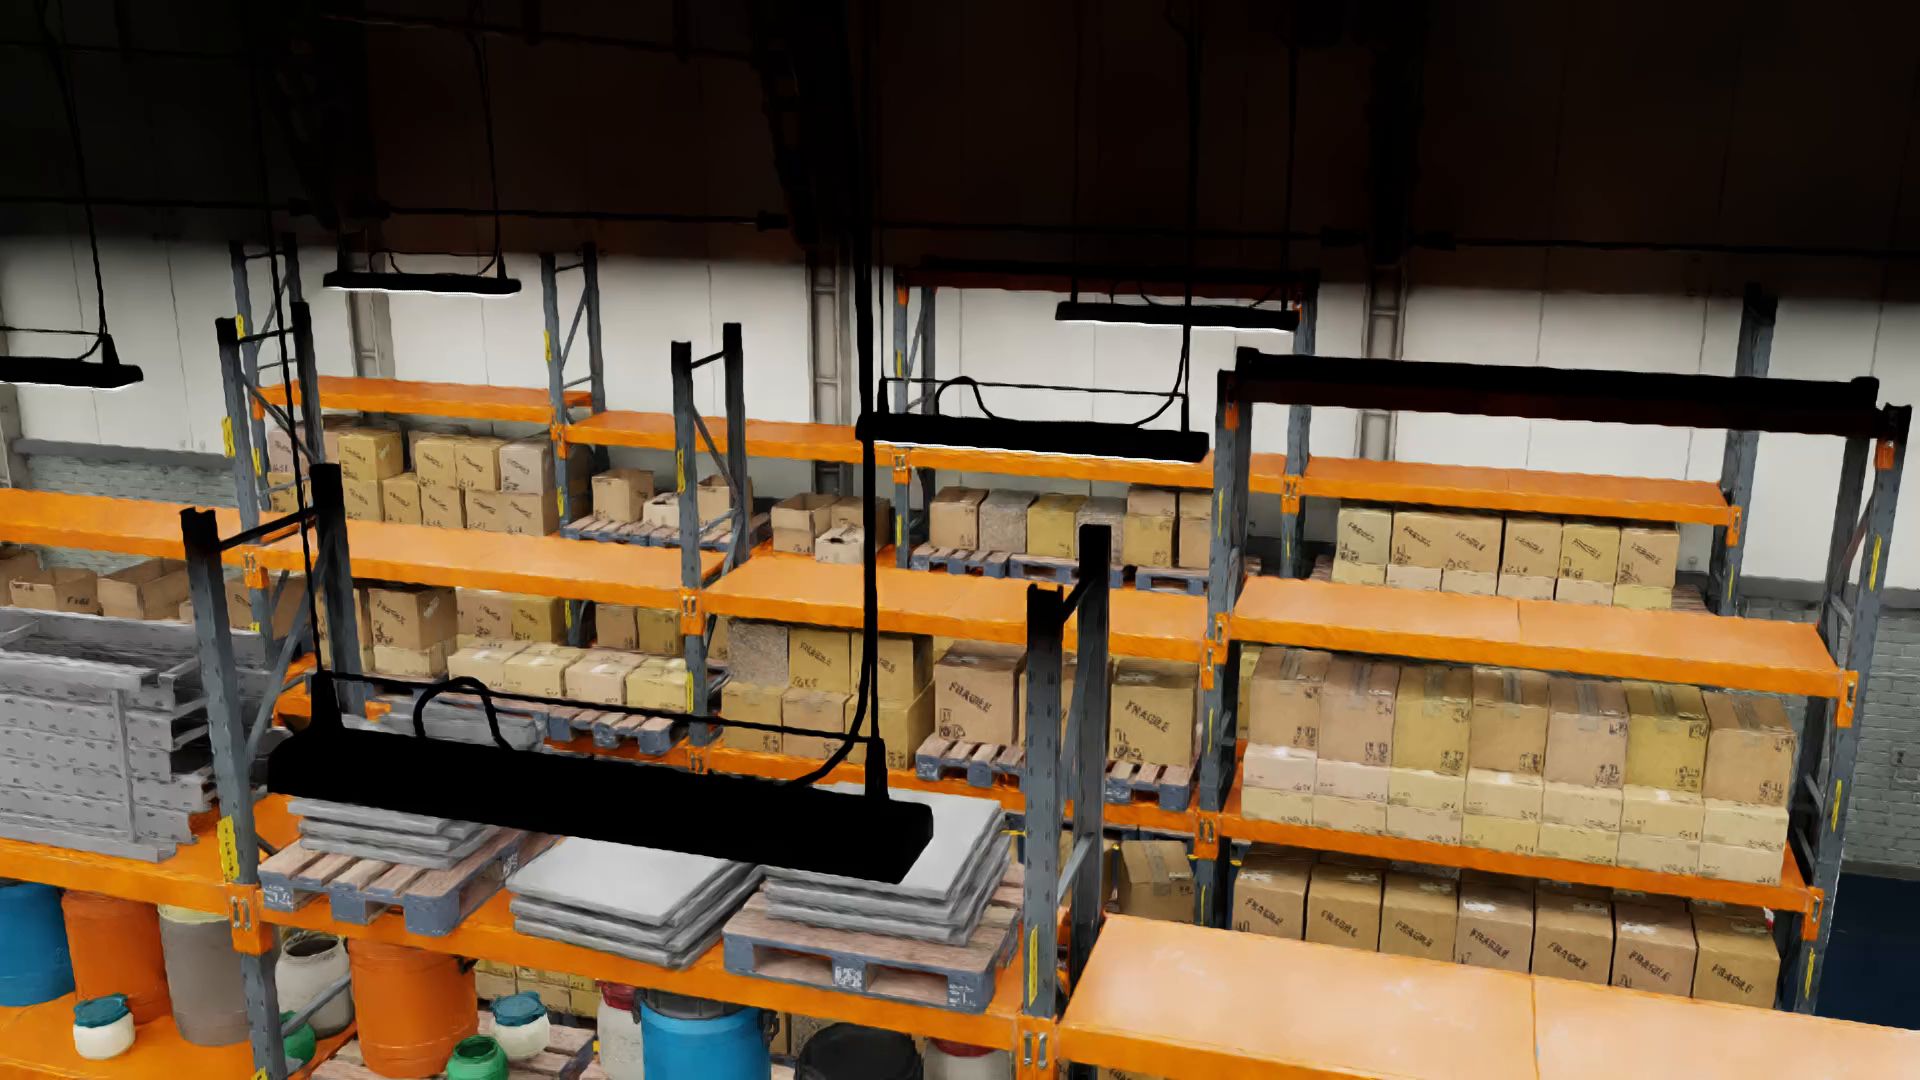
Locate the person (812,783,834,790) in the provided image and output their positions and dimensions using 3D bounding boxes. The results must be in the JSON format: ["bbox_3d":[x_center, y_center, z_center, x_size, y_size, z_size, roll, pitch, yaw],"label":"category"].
[{"bbox_3d":[-1.169,2.812,15.932,0.496,1.675,0.441,-3,16,-12],"label":"person"}]
